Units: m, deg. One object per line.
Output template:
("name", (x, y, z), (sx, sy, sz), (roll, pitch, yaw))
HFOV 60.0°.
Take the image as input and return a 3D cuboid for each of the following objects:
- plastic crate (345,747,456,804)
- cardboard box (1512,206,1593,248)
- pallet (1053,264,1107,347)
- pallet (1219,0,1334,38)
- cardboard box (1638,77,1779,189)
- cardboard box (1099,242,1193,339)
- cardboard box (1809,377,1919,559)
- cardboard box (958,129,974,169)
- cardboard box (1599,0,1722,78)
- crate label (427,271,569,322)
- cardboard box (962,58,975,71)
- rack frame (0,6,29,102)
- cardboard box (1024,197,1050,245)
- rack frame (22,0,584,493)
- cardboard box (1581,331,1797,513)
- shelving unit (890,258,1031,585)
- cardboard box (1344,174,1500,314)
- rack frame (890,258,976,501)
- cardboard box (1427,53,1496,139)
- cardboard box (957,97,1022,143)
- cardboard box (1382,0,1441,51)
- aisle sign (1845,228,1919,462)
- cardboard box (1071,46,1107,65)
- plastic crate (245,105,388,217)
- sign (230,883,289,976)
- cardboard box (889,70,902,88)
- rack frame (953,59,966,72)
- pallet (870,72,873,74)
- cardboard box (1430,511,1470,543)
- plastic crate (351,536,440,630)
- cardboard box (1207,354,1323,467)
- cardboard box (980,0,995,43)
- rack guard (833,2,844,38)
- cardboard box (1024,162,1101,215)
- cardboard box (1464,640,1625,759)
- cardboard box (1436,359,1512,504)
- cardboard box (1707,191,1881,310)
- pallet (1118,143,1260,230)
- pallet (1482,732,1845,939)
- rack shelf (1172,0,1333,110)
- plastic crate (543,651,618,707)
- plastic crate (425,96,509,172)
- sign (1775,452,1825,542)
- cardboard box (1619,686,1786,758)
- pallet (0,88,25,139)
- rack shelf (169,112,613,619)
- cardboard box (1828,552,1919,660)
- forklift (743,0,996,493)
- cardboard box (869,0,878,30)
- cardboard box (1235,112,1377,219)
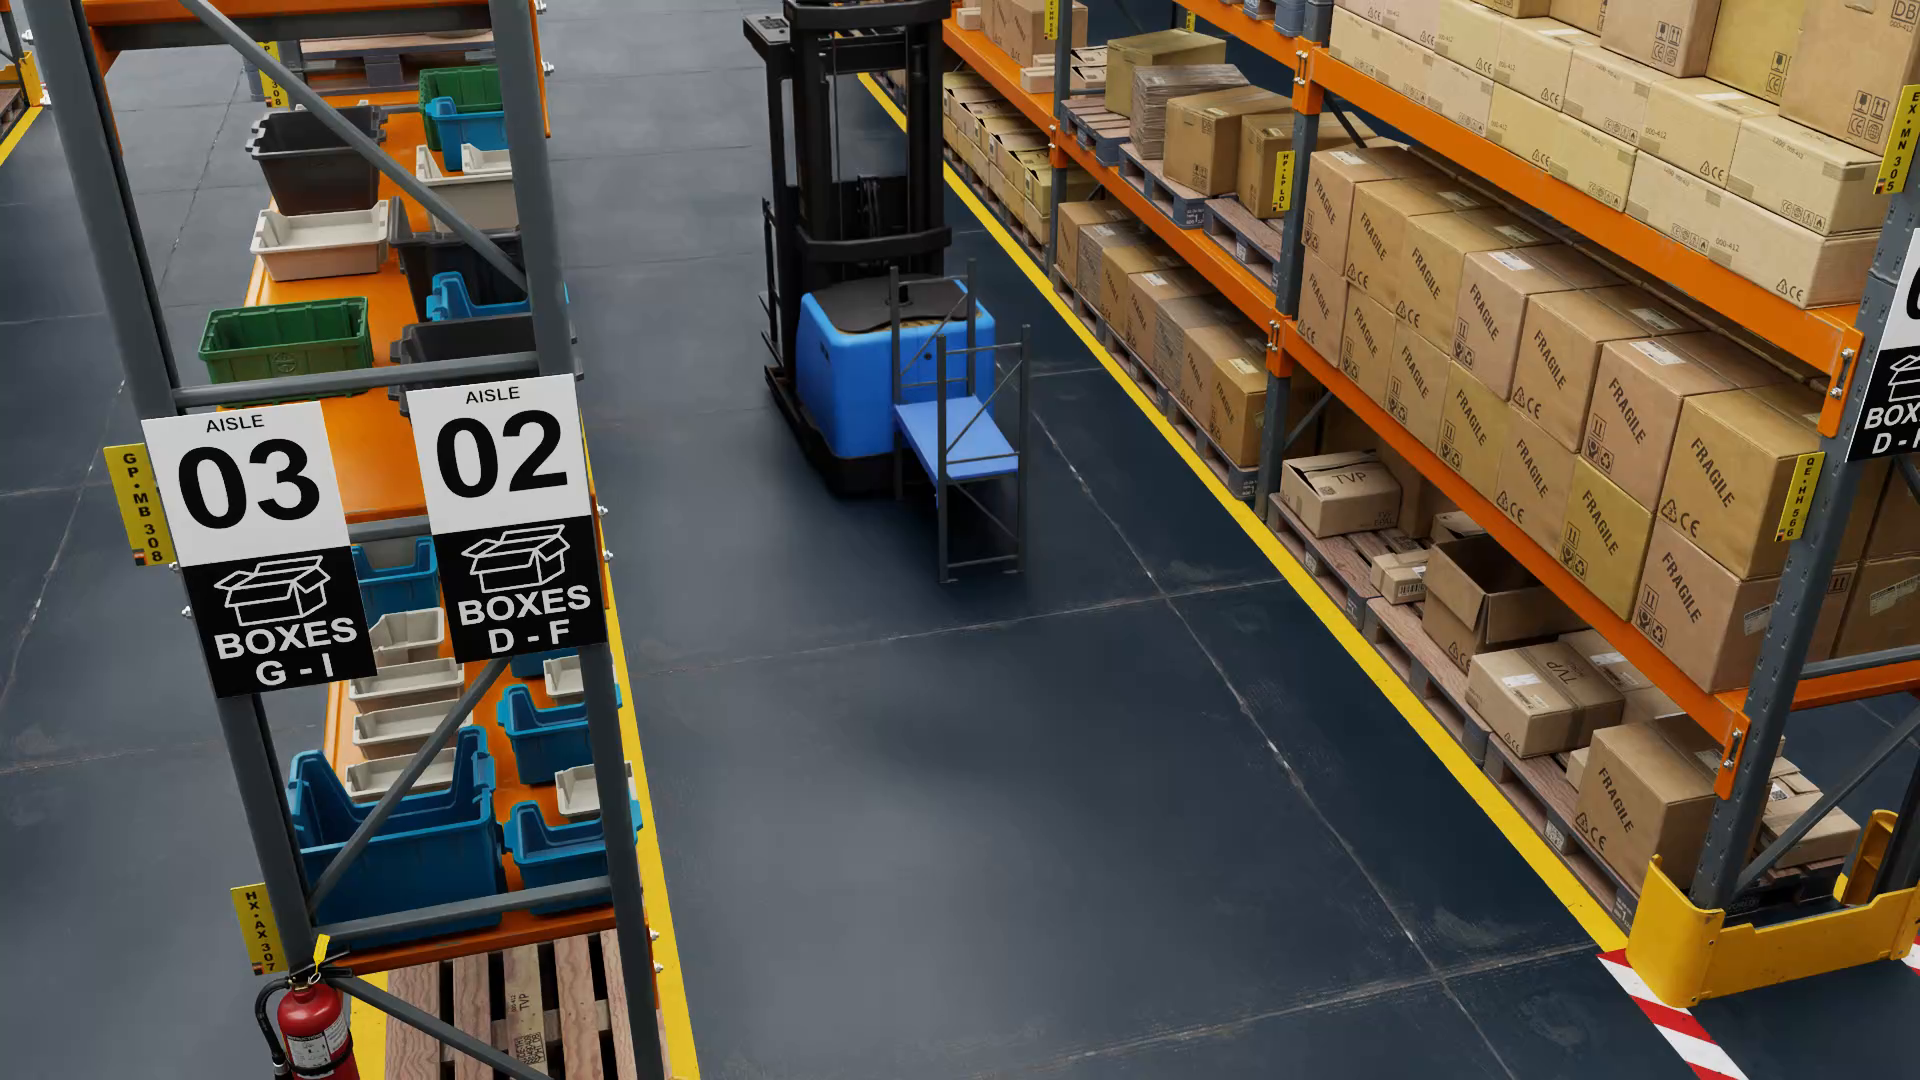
("plastic crate", (-1.835, 0.808, 5.563), (0.396, 0.136, 0.243), (-8, 31, -13))
("cardboard box", (2.927, -1.275, 7.860), (0.500, 0.500, 0.500), (-8, 31, -13))
("pallet", (1.371, -1.859, 12.750), (1.003, 0.211, 1.213), (-8, 31, -13))
("pallet", (2.165, -3.040, 9.202), (1.213, 0.211, 1.003), (-8, 31, -13))
("cardboard box", (2.817, -1.473, 5.956), (0.500, 0.250, 0.500), (-8, 31, -13))
("cardboard box", (1.327, -1.787, 11.899), (0.500, 0.500, 0.500), (-8, 31, -14))
("cardboard box", (3.469, -0.293, 6.163), (0.500, 0.500, 0.500), (-7, 31, -12))
("cardboard box", (0.290, -3.630, 15.353), (0.500, 0.250, 0.500), (-9, 31, -15))
("cardboard box", (2.893, -2.067, 6.235), (0.700, 0.500, 0.500), (-8, 31, -13))
("crate label", (-1.378, -0.633, 5.003), (0.408, 0.251, 0.502), (-8, 31, -13))
("cardboard box", (0.326, -4.945, 16.876), (0.500, 0.500, 0.500), (-8, 31, -13))
("rack frame", (-10.466, -5.980, 17.086), (1.000, 3.000, 0.127), (-8, 31, -13))
("cardboard box", (0.834, -2.644, 13.650), (0.500, 0.250, 0.500), (-7, 31, -12))
("rack frame", (-1.444, -1.507, 3.370), (1.000, 3.000, 0.127), (-8, 31, -13))
("cardboard box", (2.814, -0.466, 6.462), (0.500, 0.500, 0.500), (-7, 31, -12))
("shelving unit", (-0.015, -0.684, 9.434), (0.538, 1.500, 1.048), (-8, 31, -14))
("cardboard box", (2.262, -1.461, 8.182), (0.500, 0.500, 0.500), (-9, 31, -15))
("rack frame", (-0.154, -0.929, 9.858), (0.500, 1.500, 0.032), (-8, 31, -14))
("cardboard box", (2.421, -1.981, 7.334), (0.500, 0.250, 0.500), (-8, 31, -13))
("cardboard box", (0.283, -3.872, 15.212), (0.500, 0.311, 0.500), (-9, 31, -15))
("cardboard box", (2.295, -2.440, 7.627), (0.500, 0.250, 0.500), (-8, 31, -13))
("aisle sign", (3.055, -0.619, 5.229), (0.394, 0.787, 0.004), (-8, 31, -13))
("cardboard box", (1.158, -3.850, 13.497), (0.500, 0.311, 0.500), (-8, 31, -14))
("plastic crate", (-2.441, -1.448, 6.393), (0.497, 0.269, 0.590), (-8, 31, -13))
("sign", (-1.970, 1.100, 4.693), (0.100, 0.325, 0.005), (-8, 31, -13))
("cardboard box", (-0.457, -5.032, 17.775), (0.500, 0.250, 0.500), (-8, 31, -13))
("rack frame", (0.147, -5.363, 16.021), (1.000, 3.000, 0.127), (-8, 31, -13))
("pallet", (-0.671, -5.724, 19.429), (1.003, 0.211, 1.213), (-8, 31, -13))
("cardboard box", (2.853, -0.045, 9.240), (0.380, 0.149, 0.250), (-8, 31, -13))
("plastic crate", (-2.237, 0.178, 6.555), (0.416, 0.233, 0.300), (-8, 31, -13))
("cardboard box", (1.863, -0.808, 10.208), (0.500, 0.500, 0.500), (-8, 31, -14))
("cardboard box", (0.475, -4.779, 14.912), (0.500, 0.500, 0.500), (-6, 31, -10))
("rack guard", (-0.921, -6.225, 20.005), (1.175, 0.500, 0.348), (-8, 31, -13))
("cardboard box", (0.833, -2.886, 13.507), (0.500, 0.311, 0.500), (-7, 31, -12))
("cardboard box", (2.727, 0.740, 7.783), (0.500, 0.250, 0.500), (-8, 31, -13))
("cardboard box", (2.549, -0.526, 7.564), (0.500, 0.500, 0.500), (-8, 31, -14))
("cardboard box", (2.942, -1.014, 5.662), (0.500, 0.250, 0.500), (-8, 31, -13))
("pallet", (1.730, -2.409, 11.110), (1.003, 0.211, 1.213), (-8, 31, -13))
("pallet", (3.100, 1.218, 7.435), (1.003, 0.211, 1.213), (-8, 31, -13))
("rack shelf", (1.740, -3.452, 10.443), (1.077, 0.370, 4.000), (-8, 31, -13))
("plastic crate", (-1.378, 0.521, 6.059), (0.250, 0.136, 0.298), (-8, 31, -13))
("plastic crate", (-1.956, -1.671, 6.815), (0.416, 0.233, 0.300), (-8, 31, -13))
("sign", (2.792, -0.141, 5.528), (0.100, 0.325, 0.005), (-8, 31, -13))
("cardboard box", (3.329, 0.891, 7.523), (0.500, 0.250, 0.500), (-8, 31, -13))
("pallet", (-10.265, -4.339, 17.036), (1.003, 0.211, 1.213), (-8, 31, -13))
("rack shelf", (-1.975, -0.863, 5.971), (1.077, 0.370, 4.000), (-8, 31, -13))
("cardboard box", (3.469, 0.140, 6.414), (0.500, 0.500, 0.500), (-7, 31, -12))
("forklift", (-0.717, -2.276, 10.757), (1.130, 2.935, 3.031), (-9, 31, -16))
("cardboard box", (-0.707, -5.842, 18.425), (0.500, 0.500, 0.500), (-8, 31, -13))
("cardboard box", (2.117, -2.306, 10.221), (0.700, 0.500, 0.500), (-3, 30, -5))
